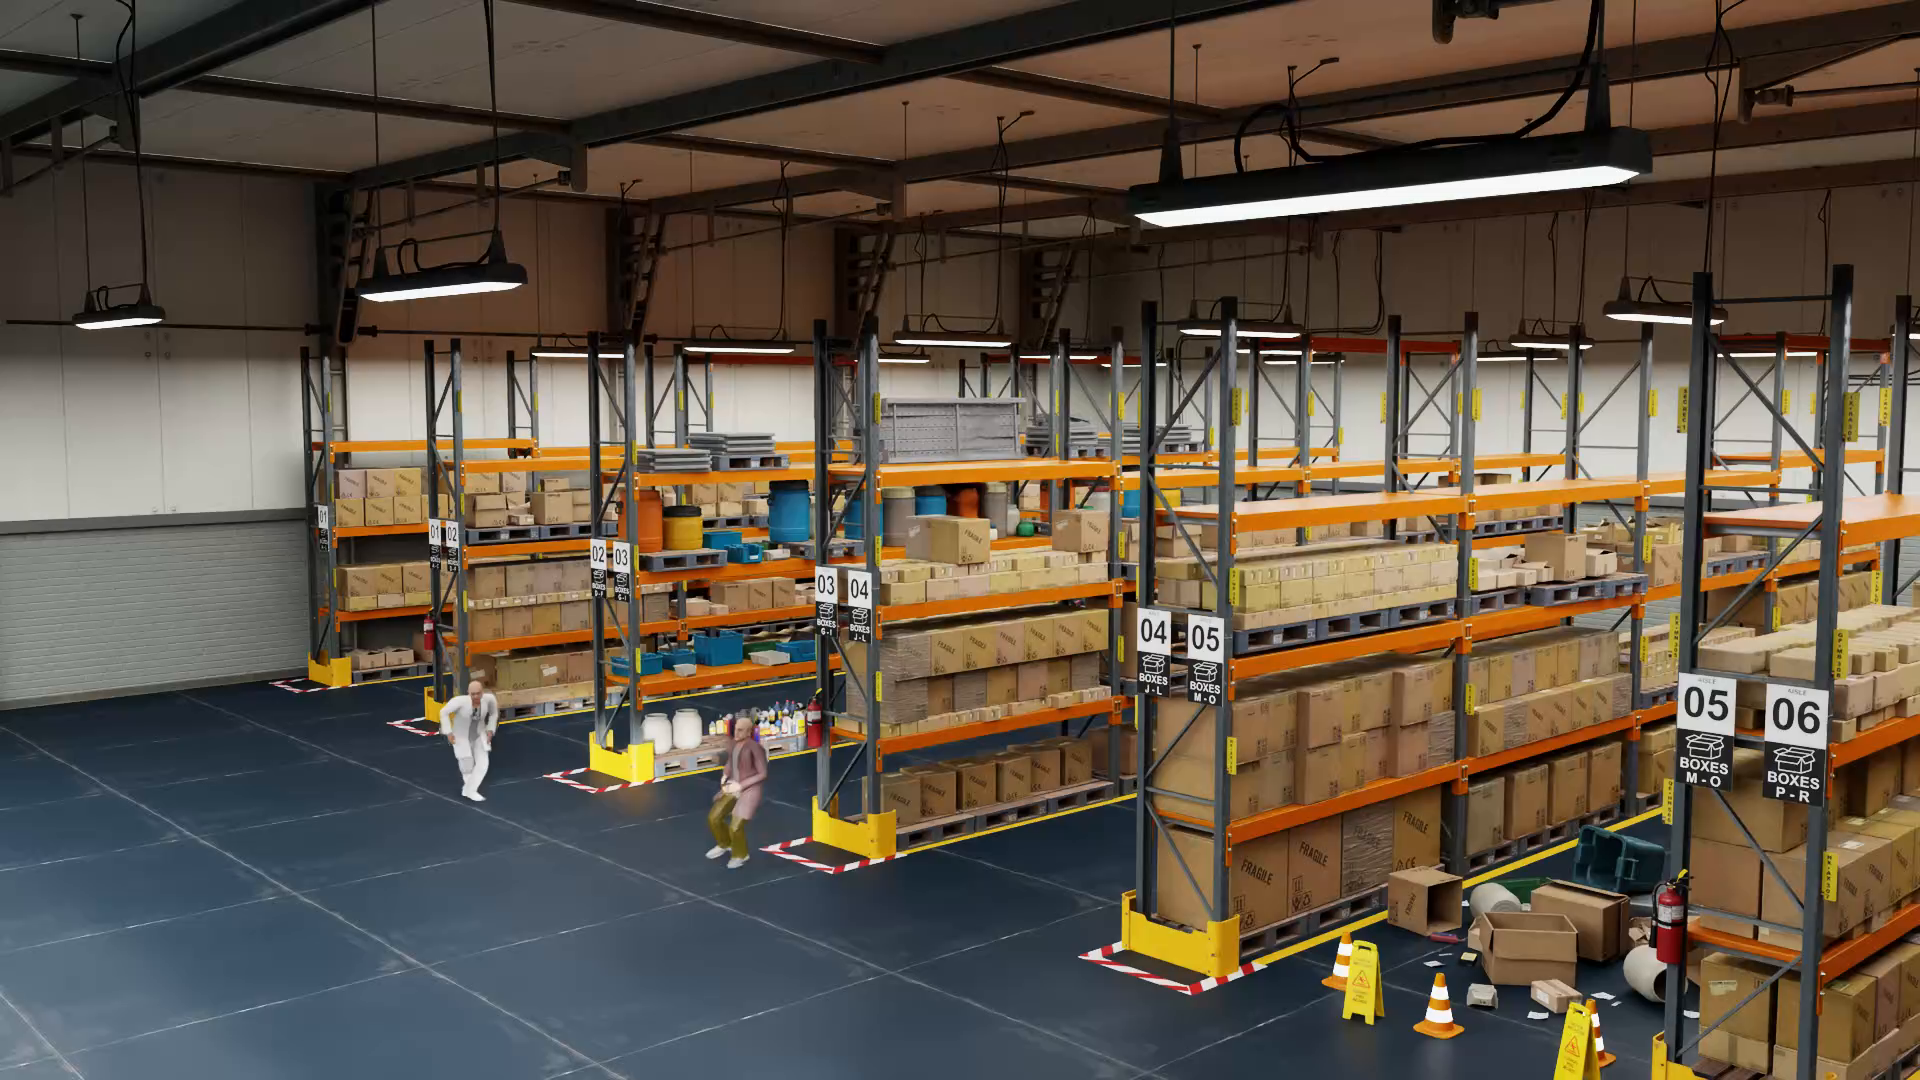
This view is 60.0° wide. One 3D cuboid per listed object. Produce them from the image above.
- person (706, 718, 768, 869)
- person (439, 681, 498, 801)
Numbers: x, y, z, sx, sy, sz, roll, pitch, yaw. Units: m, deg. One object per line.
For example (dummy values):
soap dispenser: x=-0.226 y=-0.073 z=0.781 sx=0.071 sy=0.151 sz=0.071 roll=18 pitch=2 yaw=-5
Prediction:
person: x=-2.443 y=2.764 z=18.062 sx=0.902 sy=1.709 sz=0.677 roll=3 pitch=6 yaw=33
person: x=-6.264 y=2.529 z=21.160 sx=0.729 sy=1.581 sz=0.963 roll=-3 pitch=6 yaw=-30
